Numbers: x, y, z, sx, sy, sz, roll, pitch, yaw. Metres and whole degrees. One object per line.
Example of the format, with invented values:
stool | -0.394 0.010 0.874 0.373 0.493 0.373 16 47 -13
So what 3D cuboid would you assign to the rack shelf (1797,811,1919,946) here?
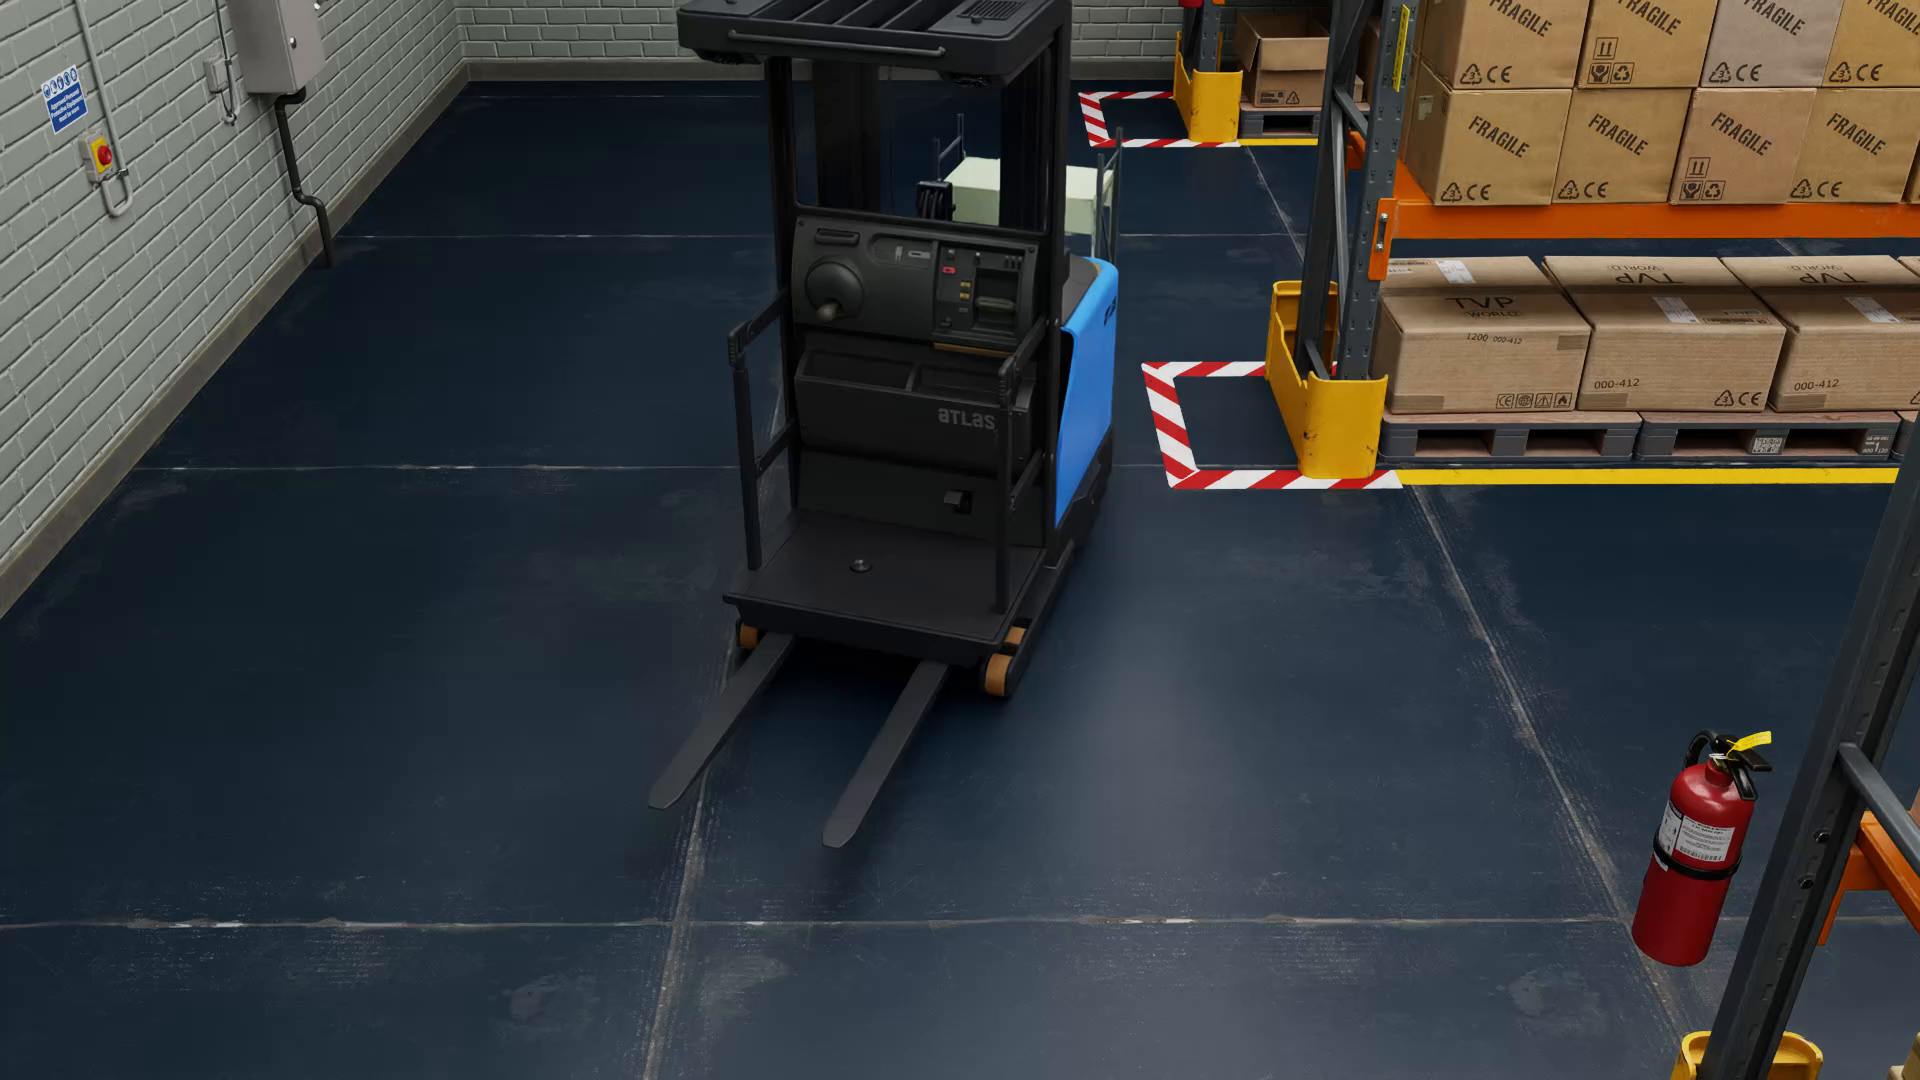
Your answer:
rack shelf | 3.913 1.000 3.404 4.000 0.370 1.077 0 31 0

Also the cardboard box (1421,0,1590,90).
cardboard box | 2.264 -2.193 6.912 0.500 0.500 0.500 -1 31 -1

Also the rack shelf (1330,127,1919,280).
rack shelf | 3.782 -1.567 7.635 4.000 0.370 1.077 0 31 0

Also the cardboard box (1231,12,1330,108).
cardboard box | 2.361 -3.508 12.143 0.637 0.503 0.797 -1 31 -2

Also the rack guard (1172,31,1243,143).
rack guard | 1.825 -3.375 12.331 0.348 0.500 1.175 0 31 0

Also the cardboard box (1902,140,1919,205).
cardboard box | 4.303 -1.776 7.190 0.500 0.500 0.500 -1 31 -1

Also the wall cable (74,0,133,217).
wall cable | -3.856 -2.287 7.118 0.123 1.953 0.585 0 31 0

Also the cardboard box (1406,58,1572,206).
cardboard box | 2.264 -1.764 7.169 0.500 0.500 0.500 0 31 -1

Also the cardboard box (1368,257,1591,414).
cardboard box | 2.442 -1.007 8.083 0.875 0.438 0.875 -1 31 -2

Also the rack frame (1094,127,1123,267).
rack frame | 0.653 -1.092 7.604 0.023 1.500 0.400 9 32 15

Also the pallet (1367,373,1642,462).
pallet | 2.582 -0.720 8.233 1.213 0.211 1.003 0 31 0

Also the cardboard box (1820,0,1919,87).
cardboard box | 3.794 -2.206 6.933 0.500 0.500 0.500 0 31 0

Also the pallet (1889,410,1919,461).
pallet | 5.022 -0.727 8.245 1.213 0.211 1.003 0 31 0

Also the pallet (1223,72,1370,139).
pallet | 2.622 -3.254 12.411 1.213 0.211 1.003 0 31 0

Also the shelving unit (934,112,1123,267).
shelving unit | 0.304 -1.148 7.696 0.755 1.500 0.431 9 32 15

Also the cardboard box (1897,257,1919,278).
cardboard box | 5.154 -1.019 8.103 0.875 0.438 0.875 -1 31 -1

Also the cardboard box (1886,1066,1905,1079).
cardboard box | 2.439 1.461 4.007 0.250 0.149 0.380 -1 31 -2

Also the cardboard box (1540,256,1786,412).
cardboard box | 3.357 -1.014 8.095 0.875 0.438 0.875 1 31 1

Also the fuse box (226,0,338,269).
fuse box | -3.723 -2.378 9.520 0.414 1.711 0.539 0 31 0

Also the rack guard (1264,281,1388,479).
rack guard | 1.758 -0.800 8.087 0.348 0.500 1.175 0 31 0

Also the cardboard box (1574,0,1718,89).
cardboard box | 2.781 -2.198 6.921 0.500 0.500 0.500 -1 31 -2

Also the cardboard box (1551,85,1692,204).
cardboard box | 2.770 -1.780 7.196 0.500 0.500 0.500 -1 31 -1

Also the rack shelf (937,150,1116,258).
rack shelf | 0.304 -1.481 7.494 0.720 0.370 0.431 9 32 15

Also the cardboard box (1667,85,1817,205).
cardboard box | 3.279 -1.772 7.183 0.500 0.500 0.500 0 31 -1

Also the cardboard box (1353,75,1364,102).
cardboard box | 2.786 -3.338 12.204 0.250 0.149 0.380 -1 31 -2

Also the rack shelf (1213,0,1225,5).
rack shelf | 3.749 -4.142 11.879 4.000 0.370 1.077 0 31 0

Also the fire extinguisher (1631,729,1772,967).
fire extinguisher | 1.659 0.652 3.717 0.183 0.674 0.296 0 31 0

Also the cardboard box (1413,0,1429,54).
cardboard box | 2.263 -2.464 7.359 0.500 0.500 0.500 1 31 1

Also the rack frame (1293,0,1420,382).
rack frame | 1.782 -1.869 7.438 0.127 3.000 1.000 0 31 0

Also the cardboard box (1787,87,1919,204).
cardboard box | 3.779 -1.783 7.200 0.500 0.500 0.500 1 31 1

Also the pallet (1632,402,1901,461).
pallet | 3.798 -0.722 8.236 1.213 0.211 1.003 0 31 0

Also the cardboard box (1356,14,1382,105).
cardboard box | 3.216 -3.490 12.115 0.500 0.500 0.700 1 31 2

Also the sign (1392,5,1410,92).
sign | 1.780 -1.985 6.719 0.005 0.325 0.100 0 31 0

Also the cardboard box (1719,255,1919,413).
cardboard box | 4.259 -1.016 8.098 0.875 0.438 0.875 -1 31 -2

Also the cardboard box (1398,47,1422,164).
cardboard box | 2.263 -2.050 7.641 0.500 0.500 0.500 0 31 0

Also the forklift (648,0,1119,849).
forklift | -0.236 -0.894 5.898 1.130 2.935 3.031 9 32 15

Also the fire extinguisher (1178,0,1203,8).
fire extinguisher | 1.605 -4.011 11.403 0.183 0.674 0.296 0 31 0

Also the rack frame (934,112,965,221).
rack frame | -0.046 -1.204 7.788 0.023 1.500 0.400 9 32 15

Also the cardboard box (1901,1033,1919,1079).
cardboard box | 2.441 1.350 3.903 0.250 0.149 0.380 0 31 0

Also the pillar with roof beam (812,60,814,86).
pillar with roof beam | -0.927 -5.234 7.202 0.400 9.000 9.100 0 31 0

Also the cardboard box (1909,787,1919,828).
cardboard box | 2.238 0.658 3.515 0.250 0.149 0.380 0 31 0

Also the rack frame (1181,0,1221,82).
rack frame | 1.749 -4.443 11.682 0.127 3.000 1.000 0 31 0

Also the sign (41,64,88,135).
sign | -3.917 -1.929 7.278 0.001 0.218 0.327 0 31 0

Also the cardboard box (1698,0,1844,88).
cardboard box | 3.296 -2.204 6.930 0.500 0.500 0.500 0 31 -1

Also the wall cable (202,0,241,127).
wall cable | -3.876 -3.009 8.338 0.122 1.984 0.588 0 31 0

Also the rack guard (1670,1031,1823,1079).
rack guard | 1.989 1.767 3.856 0.348 0.500 1.175 0 31 0
